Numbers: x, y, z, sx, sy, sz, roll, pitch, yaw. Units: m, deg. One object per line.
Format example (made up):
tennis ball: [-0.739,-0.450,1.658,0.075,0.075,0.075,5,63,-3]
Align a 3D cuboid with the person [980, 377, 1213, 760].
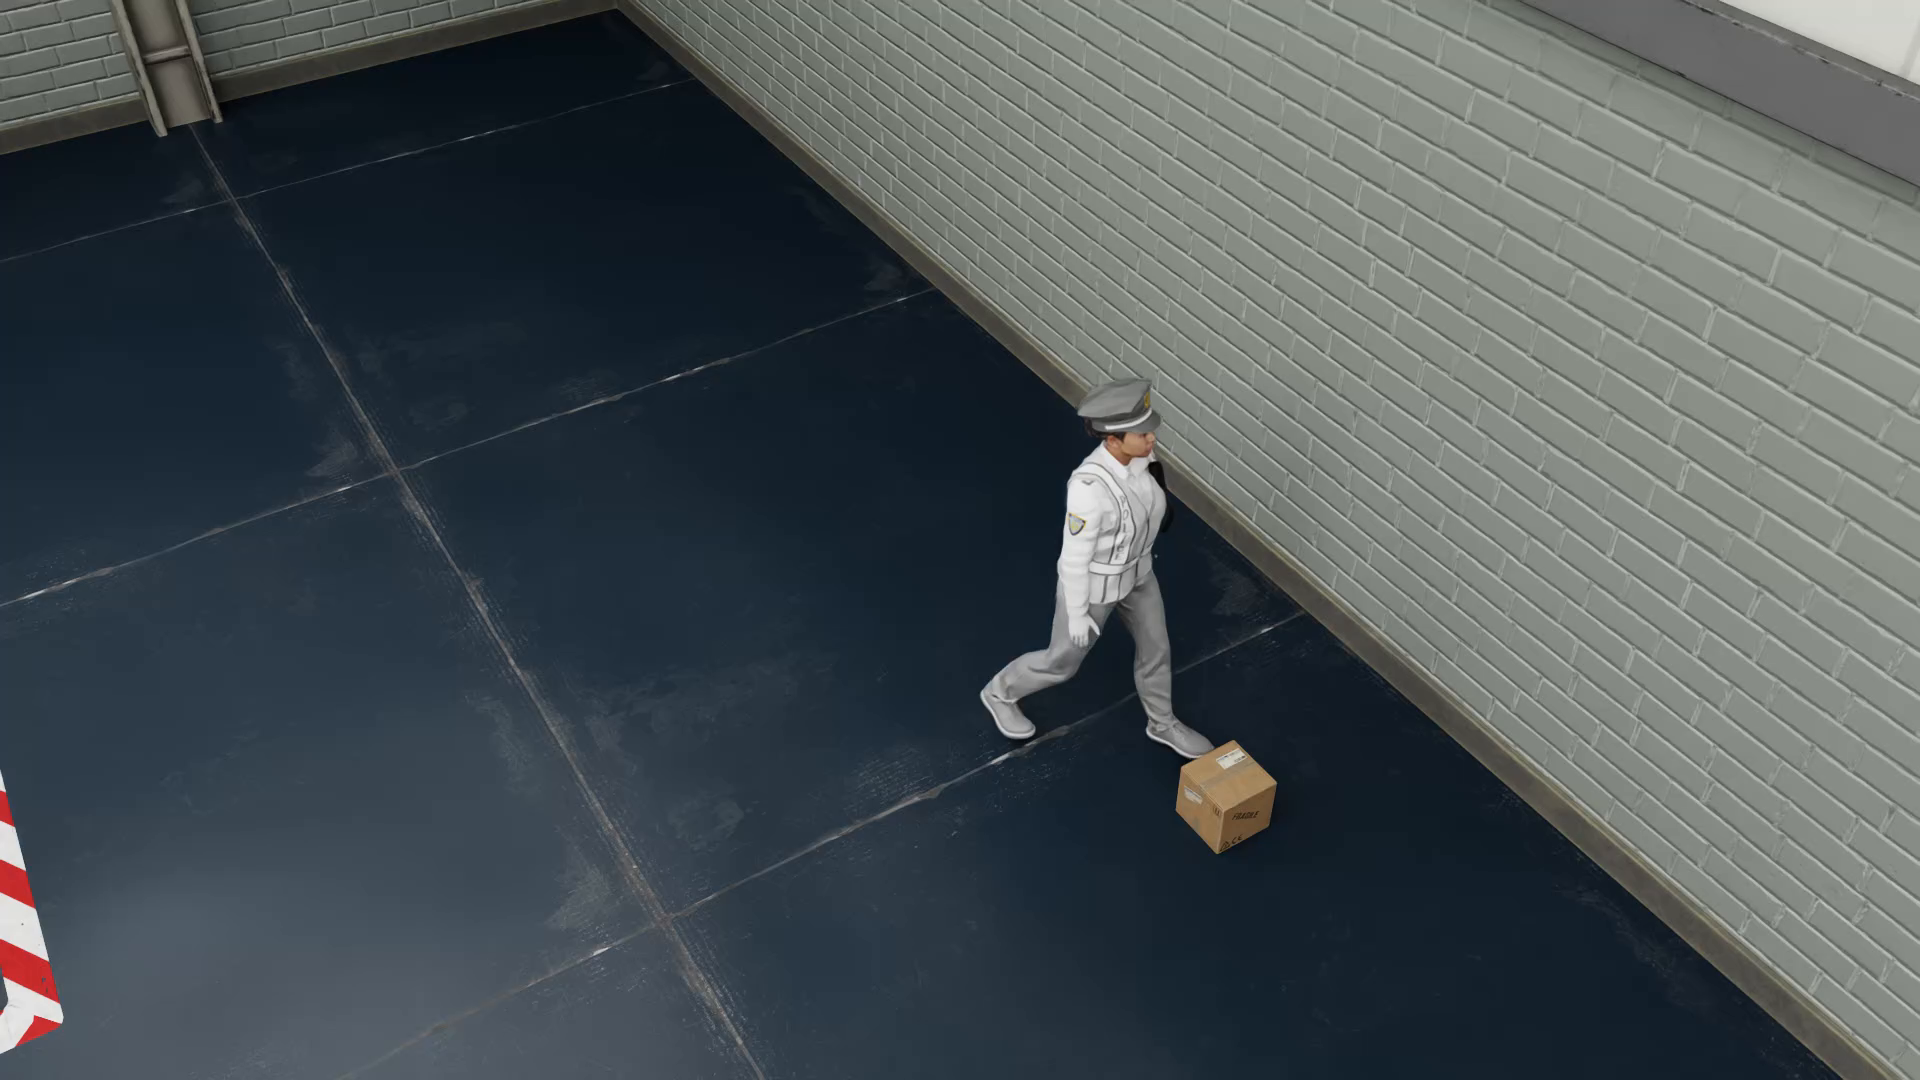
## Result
person: [0.533,0.133,5.976,0.872,1.645,0.523,26,47,27]
